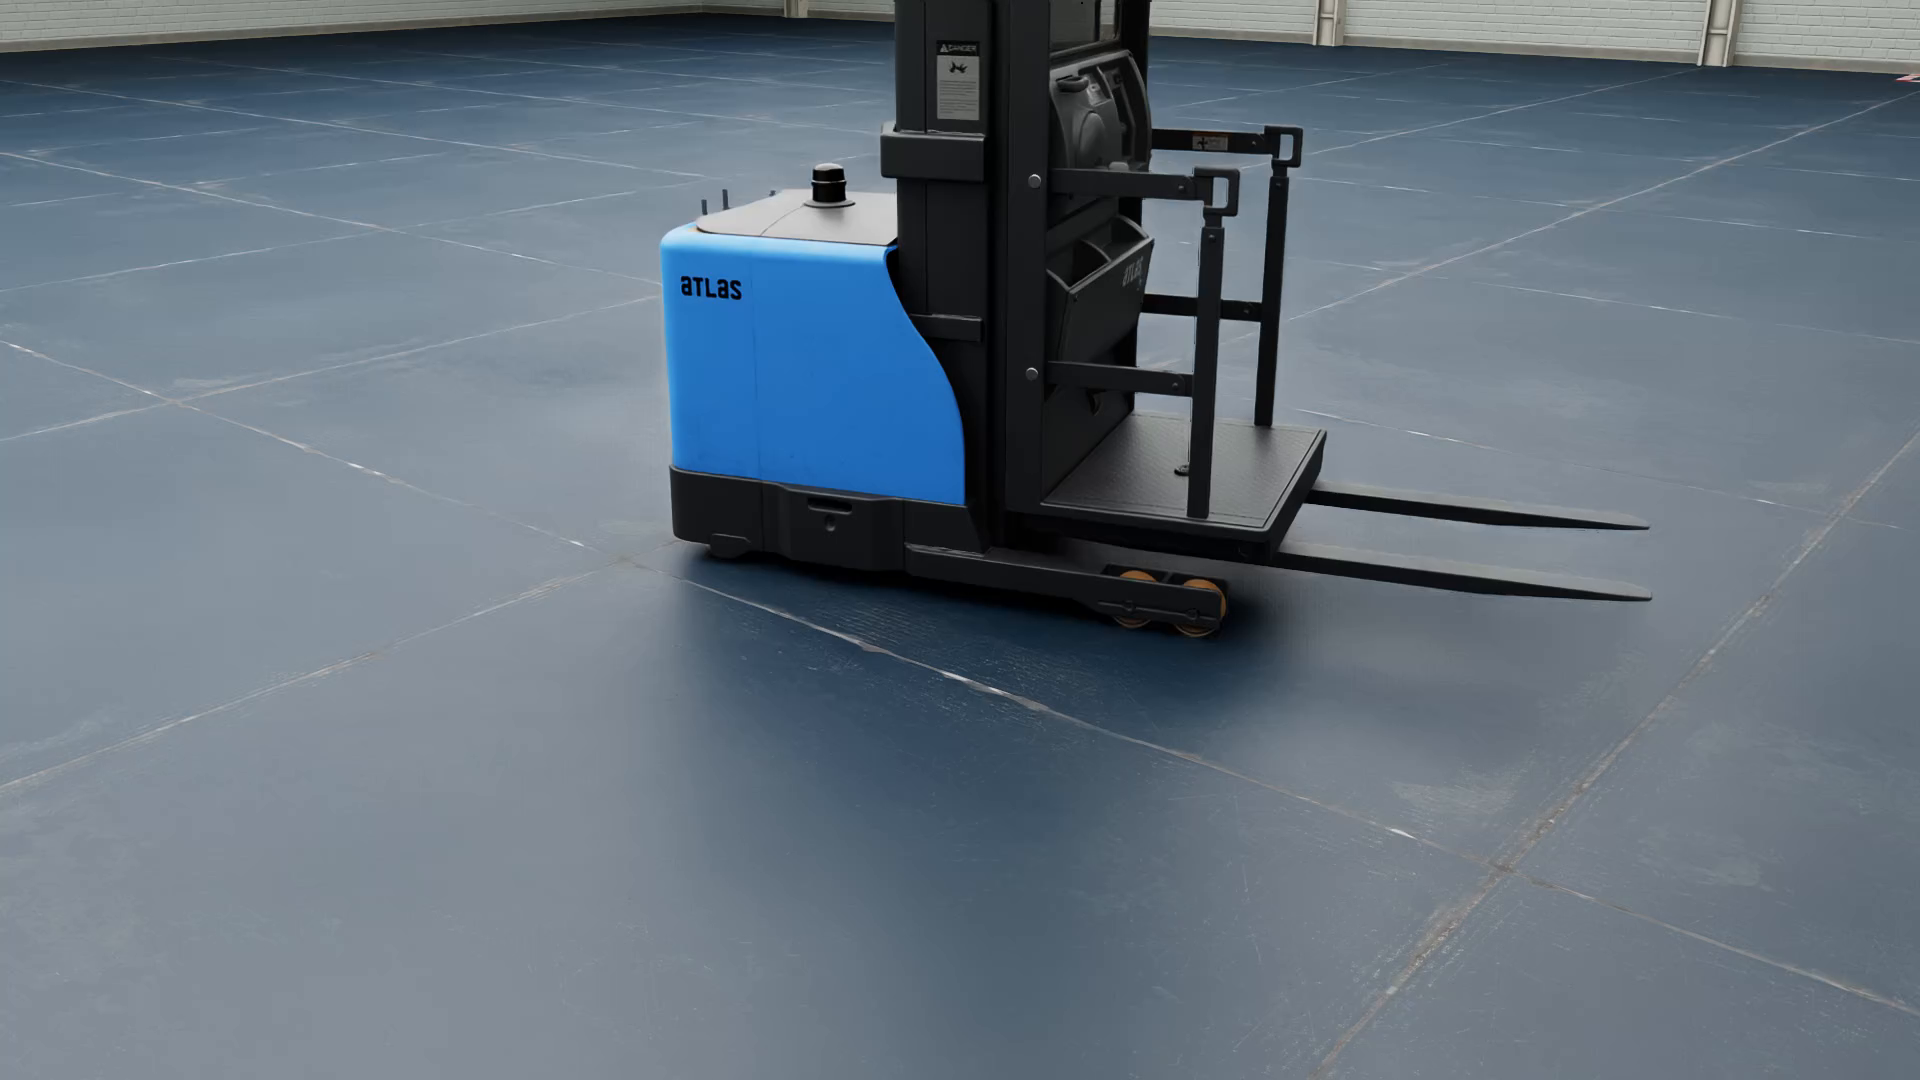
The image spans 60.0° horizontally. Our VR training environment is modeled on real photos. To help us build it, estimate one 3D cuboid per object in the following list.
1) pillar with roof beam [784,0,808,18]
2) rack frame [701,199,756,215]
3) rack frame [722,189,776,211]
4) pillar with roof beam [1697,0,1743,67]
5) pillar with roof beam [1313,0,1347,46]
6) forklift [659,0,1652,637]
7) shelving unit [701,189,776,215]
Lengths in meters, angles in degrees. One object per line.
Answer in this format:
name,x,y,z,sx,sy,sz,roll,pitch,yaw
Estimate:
pillar with roof beam,-6.067,-13.716,29.288,0.400,9.000,9.100,16,26,36
rack frame,-0.817,-0.710,6.062,0.200,1.050,0.008,4,21,9
rack frame,-0.775,-0.794,6.287,0.200,1.050,0.008,4,21,9
pillar with roof beam,7.878,-9.701,18.639,0.400,9.000,9.100,16,26,36
pillar with roof beam,3.230,-11.039,22.188,0.400,9.000,9.100,16,26,36
forklift,0.616,-1.297,4.955,3.031,2.935,1.130,8,22,19
shelving unit,-0.796,-0.752,6.175,0.215,1.050,0.252,4,21,9
